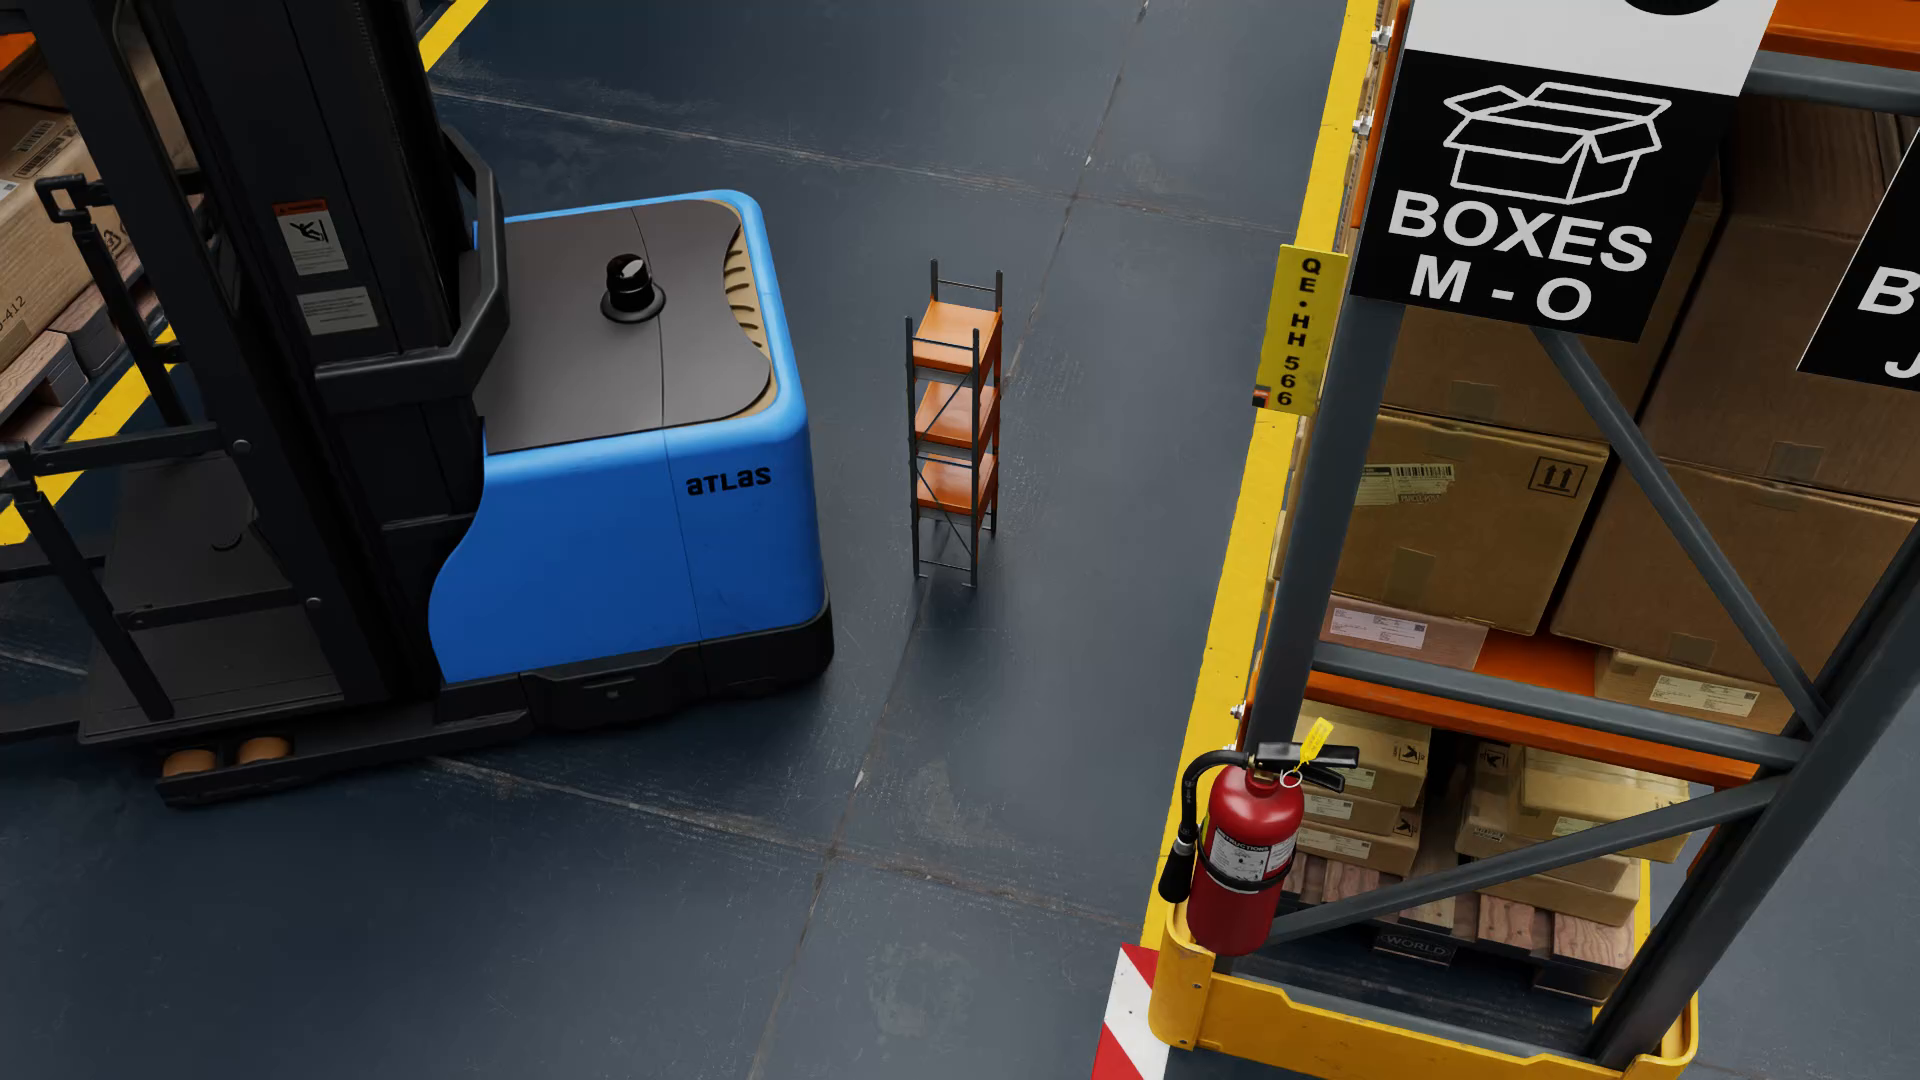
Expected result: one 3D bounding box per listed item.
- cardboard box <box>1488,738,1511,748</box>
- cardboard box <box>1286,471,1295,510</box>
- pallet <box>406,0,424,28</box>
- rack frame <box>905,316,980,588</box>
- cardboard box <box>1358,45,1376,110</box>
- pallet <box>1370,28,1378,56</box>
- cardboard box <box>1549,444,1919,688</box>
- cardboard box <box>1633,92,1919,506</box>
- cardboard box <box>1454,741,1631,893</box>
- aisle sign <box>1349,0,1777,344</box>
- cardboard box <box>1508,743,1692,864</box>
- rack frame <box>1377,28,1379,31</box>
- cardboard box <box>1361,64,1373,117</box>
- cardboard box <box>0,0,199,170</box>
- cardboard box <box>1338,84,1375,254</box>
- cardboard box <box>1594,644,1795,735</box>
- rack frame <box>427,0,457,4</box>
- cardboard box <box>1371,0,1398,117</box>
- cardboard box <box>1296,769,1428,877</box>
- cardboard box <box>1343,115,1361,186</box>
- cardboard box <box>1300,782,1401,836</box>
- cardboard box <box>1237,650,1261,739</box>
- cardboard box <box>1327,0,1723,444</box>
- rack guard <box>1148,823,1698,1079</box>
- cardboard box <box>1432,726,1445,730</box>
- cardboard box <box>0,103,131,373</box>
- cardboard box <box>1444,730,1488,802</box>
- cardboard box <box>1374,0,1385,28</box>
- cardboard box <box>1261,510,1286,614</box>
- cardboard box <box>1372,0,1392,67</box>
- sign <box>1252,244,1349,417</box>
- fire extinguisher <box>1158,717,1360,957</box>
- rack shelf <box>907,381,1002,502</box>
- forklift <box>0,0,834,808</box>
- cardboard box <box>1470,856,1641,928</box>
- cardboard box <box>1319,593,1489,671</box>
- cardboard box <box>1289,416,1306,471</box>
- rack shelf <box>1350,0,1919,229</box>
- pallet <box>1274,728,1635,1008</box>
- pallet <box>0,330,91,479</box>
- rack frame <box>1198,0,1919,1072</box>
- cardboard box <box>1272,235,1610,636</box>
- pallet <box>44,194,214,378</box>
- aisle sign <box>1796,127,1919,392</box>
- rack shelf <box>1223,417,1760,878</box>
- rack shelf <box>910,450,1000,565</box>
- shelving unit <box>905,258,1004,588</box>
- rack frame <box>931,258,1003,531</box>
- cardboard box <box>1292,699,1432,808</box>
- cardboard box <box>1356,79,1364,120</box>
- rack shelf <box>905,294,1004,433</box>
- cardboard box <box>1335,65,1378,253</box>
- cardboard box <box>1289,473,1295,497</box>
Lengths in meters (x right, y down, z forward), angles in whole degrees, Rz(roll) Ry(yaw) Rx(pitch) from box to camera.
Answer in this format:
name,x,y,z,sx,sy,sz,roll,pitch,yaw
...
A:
name,x,y,z,sx,sy,sz,roll,pitch,yaw
cardboard box,1.559,0.488,4.241,0.380,0.149,0.250,11,50,10
cardboard box,1.166,-0.078,4.940,0.380,0.149,0.250,10,49,8
pallet,-2.978,-2.042,6.912,1.003,0.211,1.213,12,50,10
rack frame,-0.046,-0.220,4.744,0.200,1.050,0.008,12,50,10
cardboard box,1.696,-1.691,6.165,0.380,0.149,0.250,14,50,12
pallet,2.304,-2.237,7.083,1.003,0.211,1.213,12,50,10
cardboard box,1.432,-0.104,3.076,0.500,0.500,0.500,14,50,12
cardboard box,1.422,-0.437,2.703,0.500,0.500,0.500,11,50,10
cardboard box,1.433,0.675,4.076,0.380,0.149,0.250,13,50,12
aisle sign,0.739,-0.569,2.018,0.394,0.787,0.004,12,50,10
cardboard box,1.513,0.593,3.950,0.380,0.149,0.250,10,49,8
rack frame,2.100,-2.596,5.540,1.000,3.000,0.127,12,50,10
cardboard box,1.323,-1.309,4.139,0.500,0.500,0.500,14,50,12
cardboard box,-3.206,-1.710,6.187,0.875,0.438,0.875,10,49,9
cardboard box,1.058,-0.581,3.497,0.500,0.500,0.500,11,49,9
cardboard box,1.449,0.211,3.231,0.380,0.149,0.250,11,50,10
rack frame,-2.702,-3.500,6.338,1.000,3.000,0.127,12,50,10
cardboard box,1.061,-0.912,3.122,0.500,0.500,0.500,10,49,9
cardboard box,0.985,0.680,4.271,0.380,0.149,0.250,12,50,11
cardboard box,1.624,-1.399,6.105,0.380,0.149,0.250,13,50,11
cardboard box,0.911,0.565,4.173,0.380,0.149,0.250,10,49,9
cardboard box,0.955,0.474,4.452,0.380,0.149,0.250,13,50,11
cardboard box,0.928,-0.545,2.798,0.500,0.500,0.500,11,49,9
rack guard,1.067,1.070,3.973,1.175,0.500,0.348,12,50,10
cardboard box,1.064,0.302,4.208,0.380,0.149,0.250,12,50,11
cardboard box,-3.445,-1.058,5.612,0.875,0.438,0.875,13,50,11
cardboard box,1.484,0.581,4.358,0.380,0.149,0.250,11,50,10
cardboard box,1.436,-1.702,4.487,0.500,0.500,0.500,11,49,9
cardboard box,1.009,0.089,4.395,0.380,0.149,0.250,11,49,9
cardboard box,1.189,-1.289,3.455,0.500,0.500,0.500,14,50,12
sign,0.517,-0.314,2.544,0.100,0.325,0.005,12,50,10
fire extinguisher,0.536,0.538,3.075,0.296,0.674,0.183,12,50,10
rack shelf,-0.014,-0.302,4.830,0.215,0.259,0.240,12,50,10
forklift,-1.940,-0.676,3.892,3.031,2.935,1.130,-9,49,-8
cardboard box,1.494,0.786,4.177,0.380,0.149,0.250,12,50,11
cardboard box,0.860,0.089,3.338,0.380,0.149,0.250,12,50,10
cardboard box,1.156,-0.291,4.731,0.380,0.149,0.250,13,50,11
rack shelf,1.574,-1.904,3.409,1.077,0.370,4.000,12,50,10
pallet,1.315,0.585,4.593,1.003,0.211,1.213,12,50,10
pallet,-3.620,-0.277,5.354,1.003,0.211,1.213,12,50,10
rack frame,1.047,0.297,2.987,1.000,3.000,0.127,12,50,10
cardboard box,0.917,-0.210,3.169,0.500,0.500,0.500,12,50,11
pallet,-3.297,-1.157,6.130,1.003,0.211,1.213,12,50,10
aisle sign,1.317,-0.451,1.913,0.394,0.787,0.004,12,50,10
rack shelf,1.574,-0.911,4.533,1.077,0.370,4.000,12,50,10
rack shelf,-0.014,-0.118,5.039,0.215,0.259,0.240,12,50,10
shelving unit,-0.014,-0.309,4.822,0.215,1.050,0.252,12,50,10
rack frame,0.018,-0.397,4.900,0.200,1.050,0.008,12,50,10
cardboard box,0.942,0.472,4.057,0.380,0.149,0.250,12,50,10
cardboard box,1.694,-1.591,6.275,0.380,0.149,0.250,10,49,8
rack shelf,-0.014,-0.489,4.617,0.215,0.259,0.240,12,50,10
cardboard box,1.182,-0.950,3.823,0.500,0.500,0.500,12,50,10
cardboard box,1.170,-0.188,4.838,0.380,0.149,0.250,12,50,11
